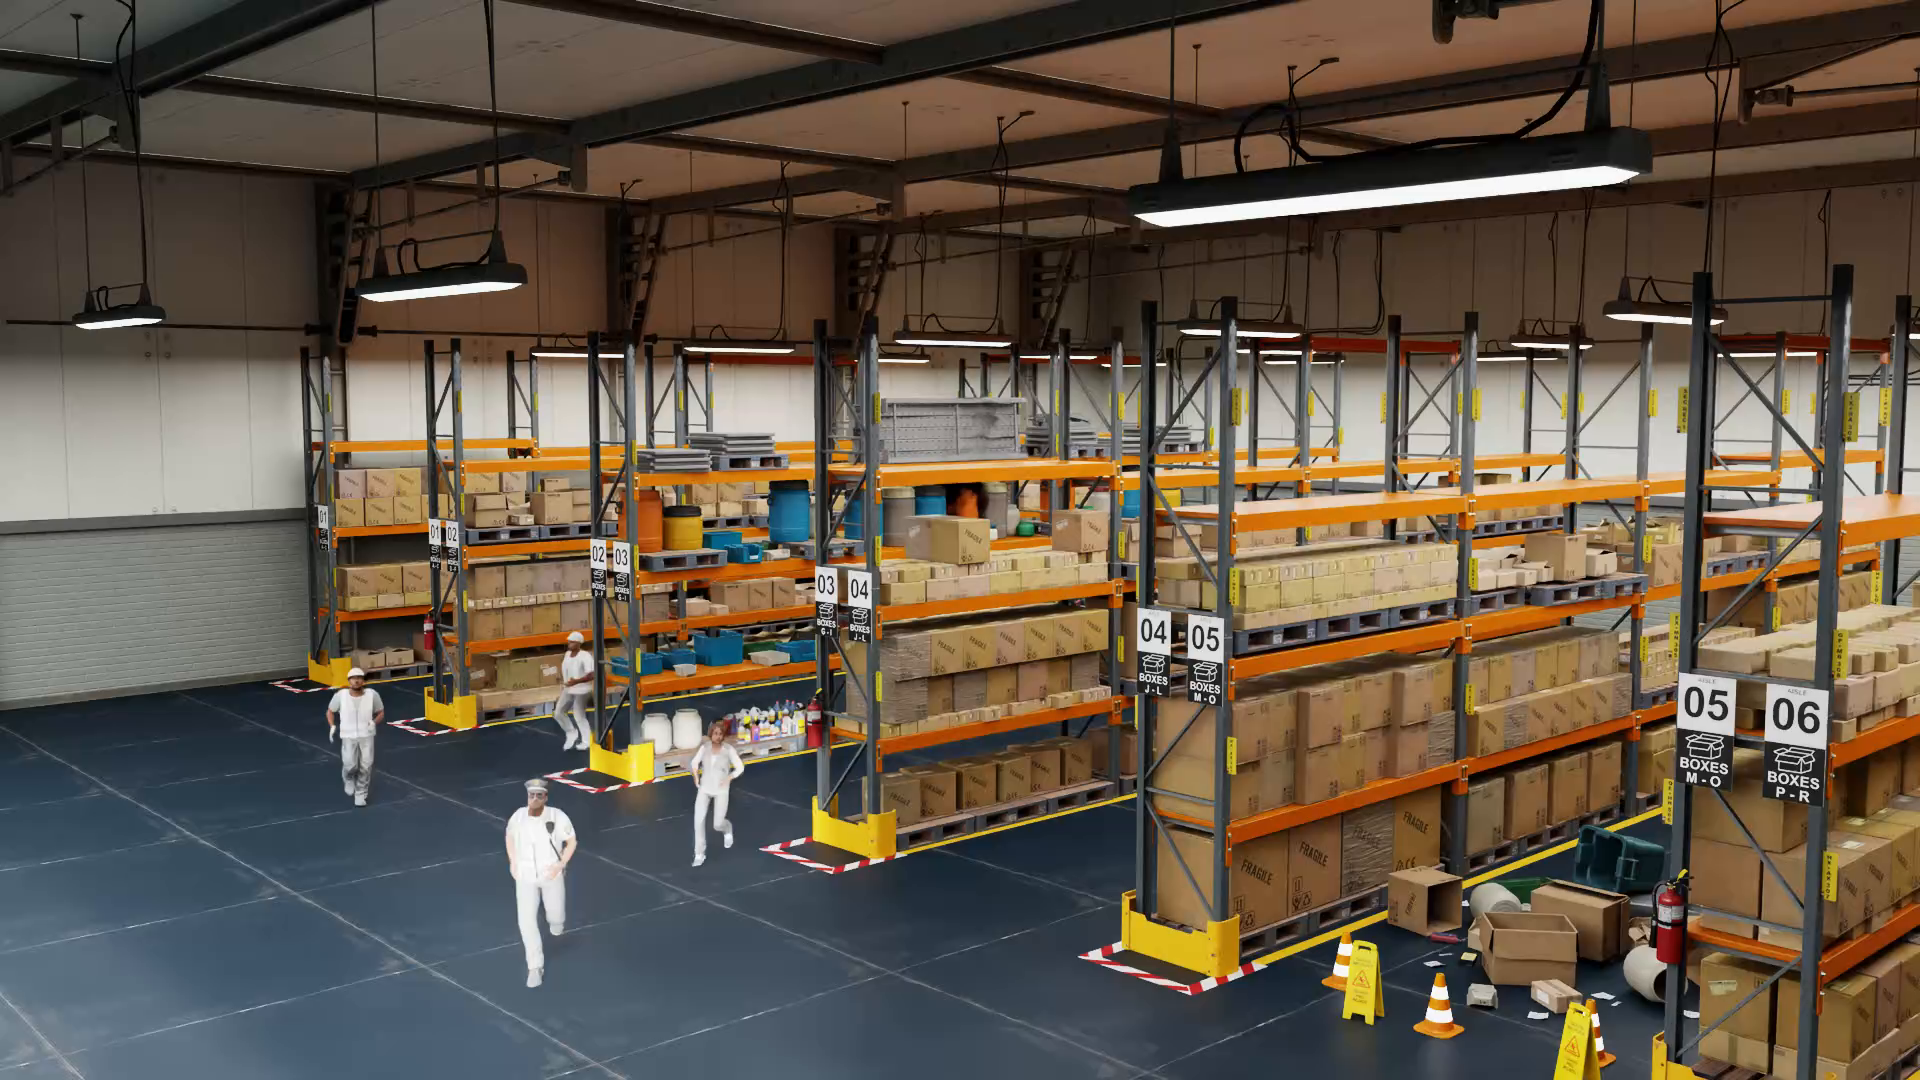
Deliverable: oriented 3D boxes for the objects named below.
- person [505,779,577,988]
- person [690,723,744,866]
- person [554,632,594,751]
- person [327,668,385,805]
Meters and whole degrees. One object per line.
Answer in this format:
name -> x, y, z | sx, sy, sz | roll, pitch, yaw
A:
person -> -3.770, 3.008, 14.934 | 0.629, 1.788, 1.020 | -1, 5, -9
person -> -2.701, 2.794, 18.451 | 0.604, 1.557, 0.578 | 0, 5, 5
person -> -5.551, 2.191, 23.983 | 0.697, 1.754, 0.667 | 3, 6, 32
person -> -7.554, 2.466, 20.831 | 0.675, 1.734, 0.592 | -2, 5, -24
